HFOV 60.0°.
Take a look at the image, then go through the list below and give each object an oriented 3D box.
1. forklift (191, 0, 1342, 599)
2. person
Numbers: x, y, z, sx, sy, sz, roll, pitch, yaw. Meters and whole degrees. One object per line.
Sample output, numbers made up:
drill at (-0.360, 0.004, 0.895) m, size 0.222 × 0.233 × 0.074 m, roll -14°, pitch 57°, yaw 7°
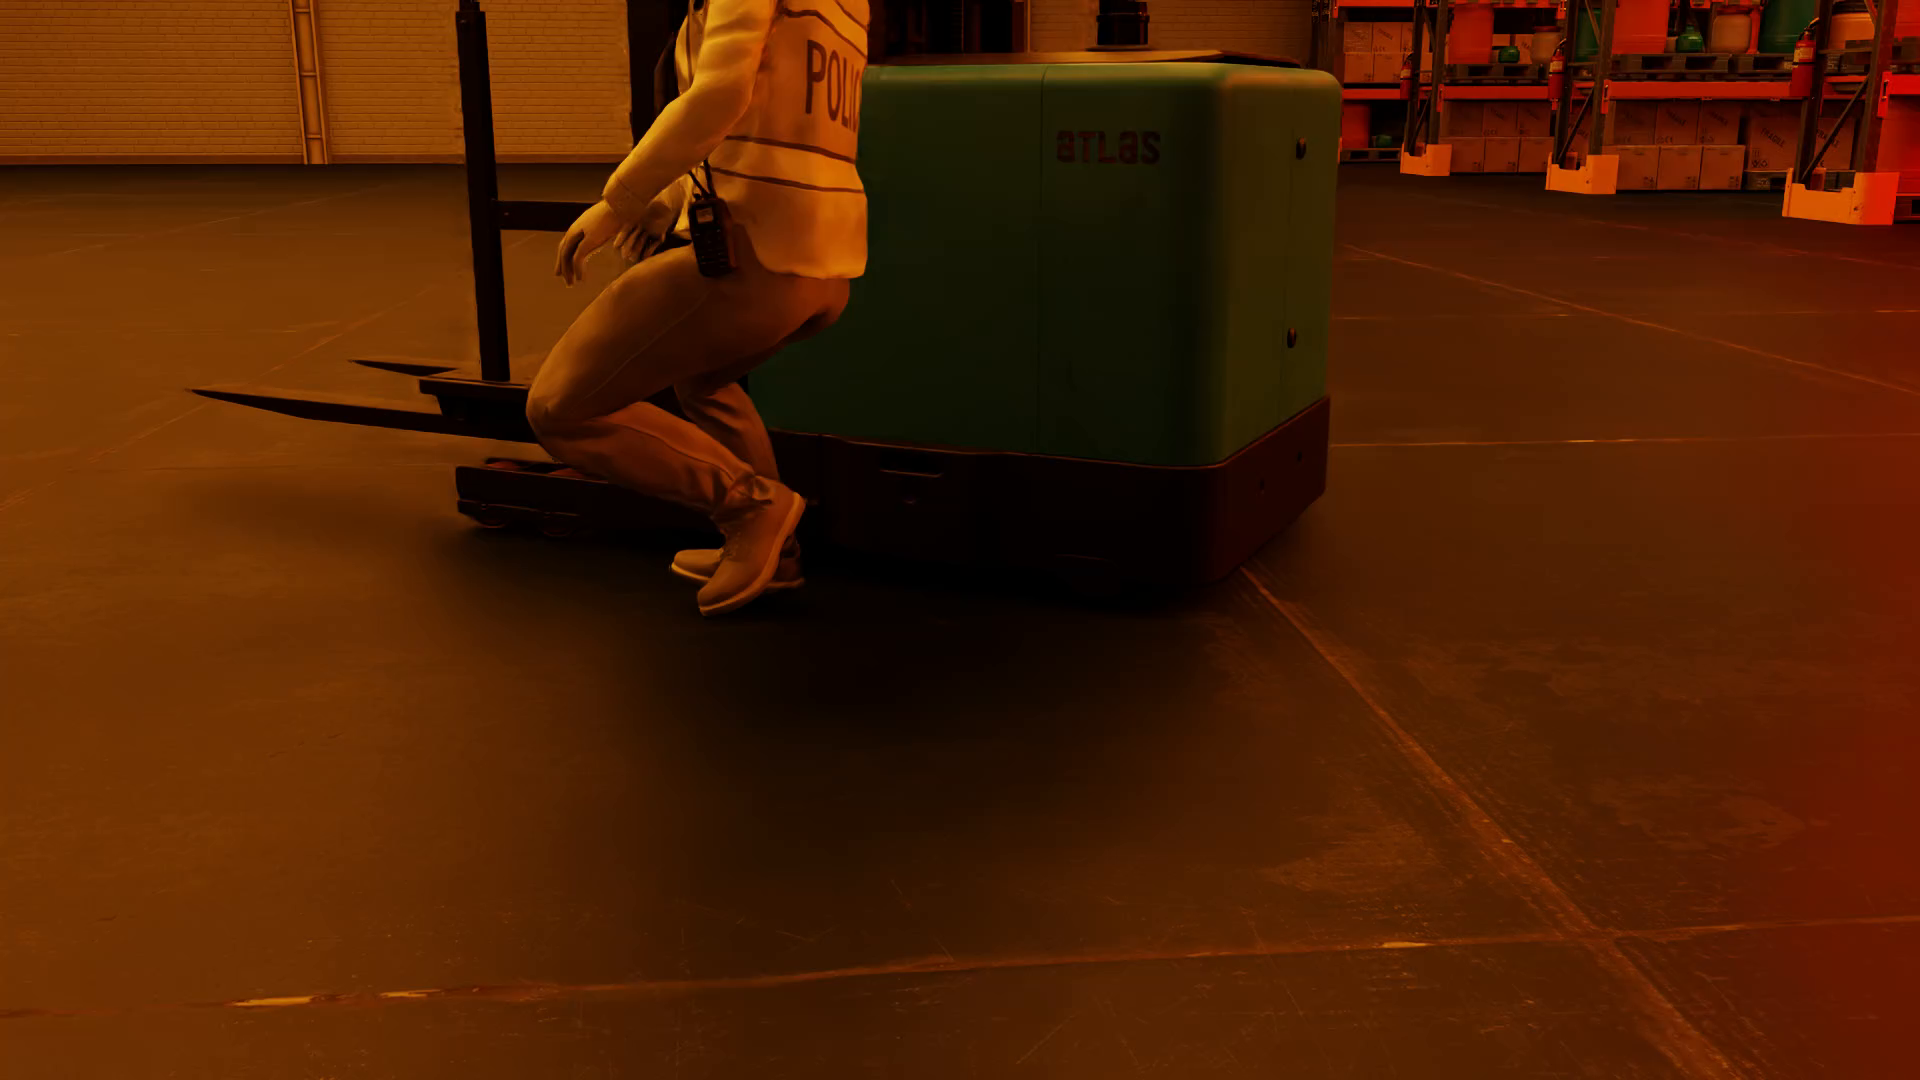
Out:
forklift at (-0.652, -1.534, 4.005) m, size 3.031 × 2.935 × 1.130 m, roll 7°, pitch 16°, yaw 25°
person at (-0.453, -0.539, 2.909) m, size 0.630 × 1.472 × 0.729 m, roll 5°, pitch 15°, yaw 17°
